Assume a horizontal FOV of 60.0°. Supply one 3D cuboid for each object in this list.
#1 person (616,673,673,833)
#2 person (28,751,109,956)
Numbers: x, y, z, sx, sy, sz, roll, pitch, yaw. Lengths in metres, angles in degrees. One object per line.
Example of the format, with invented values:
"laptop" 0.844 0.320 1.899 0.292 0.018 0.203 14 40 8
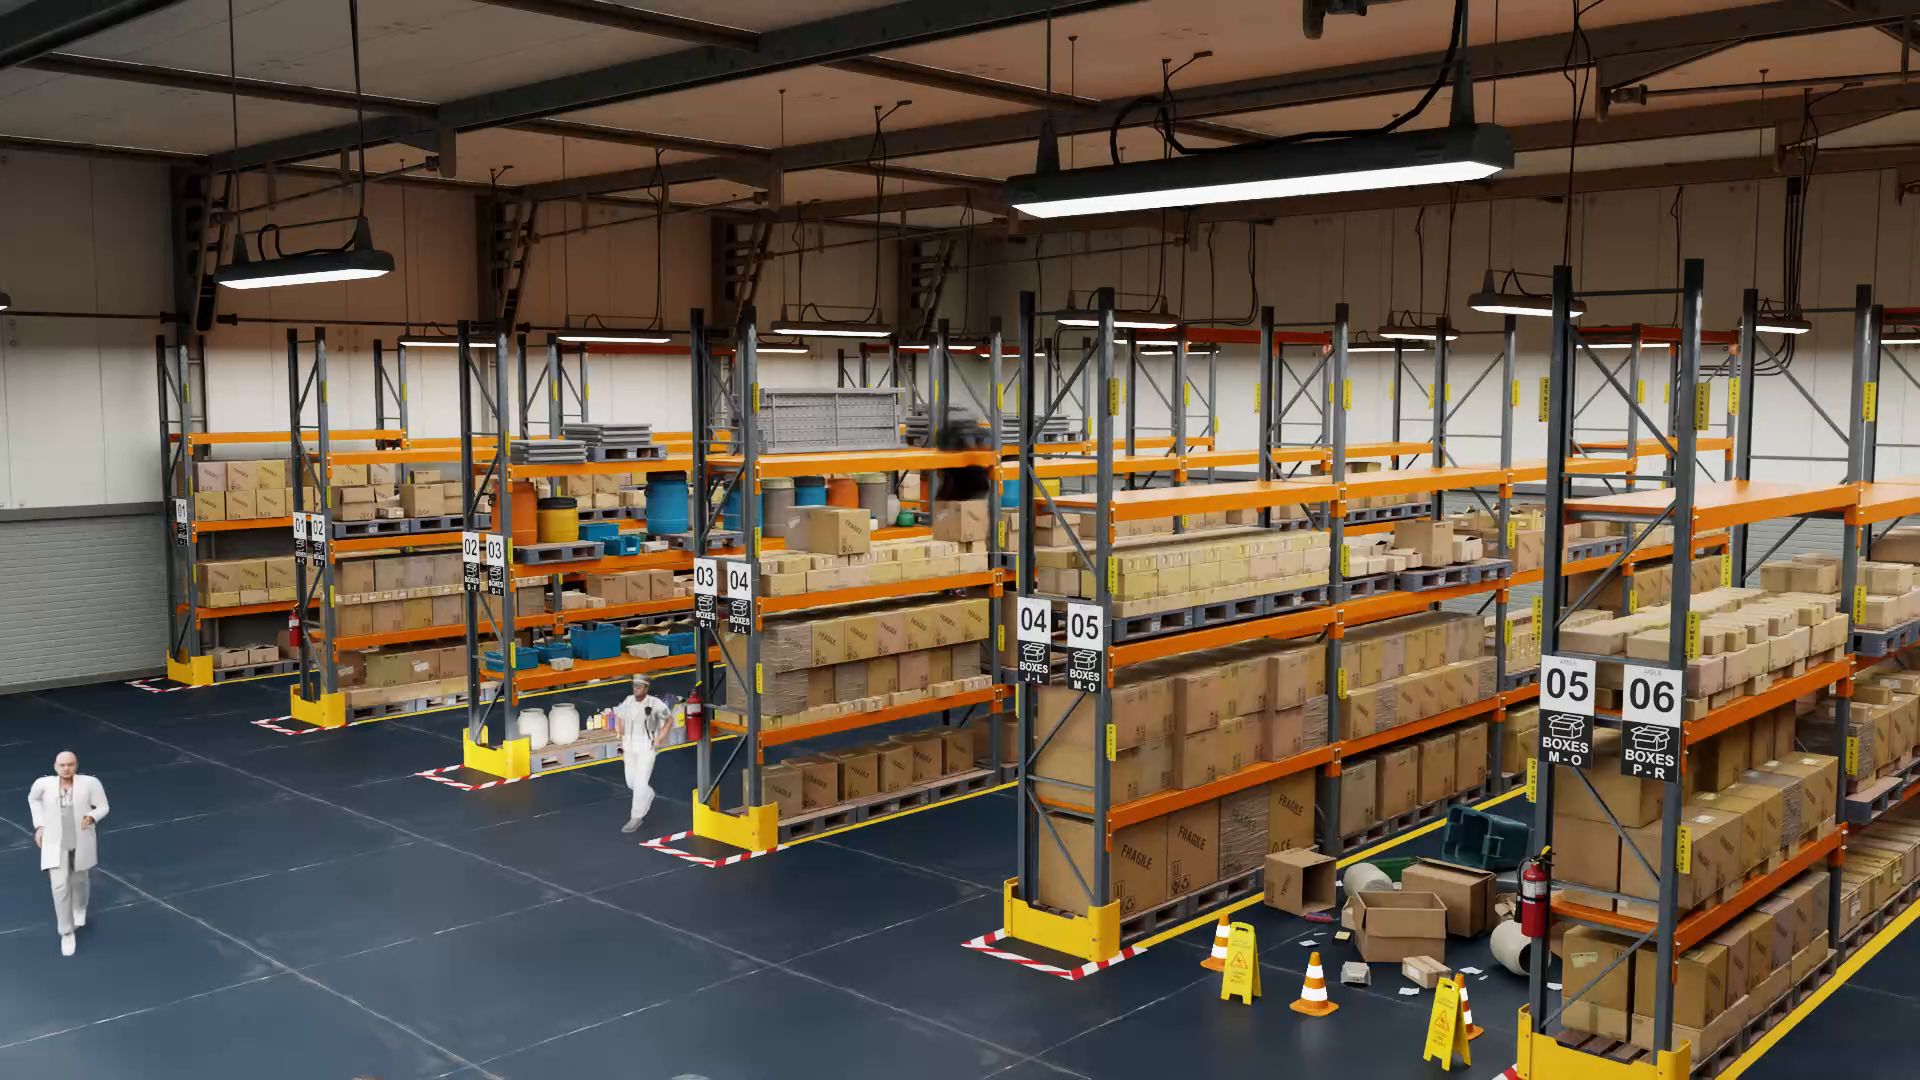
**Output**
"person" -3.752 2.449 19.499 0.673 1.806 0.881 2 6 21
"person" -8.264 2.831 15.454 0.649 1.805 1.025 -3 6 -30
